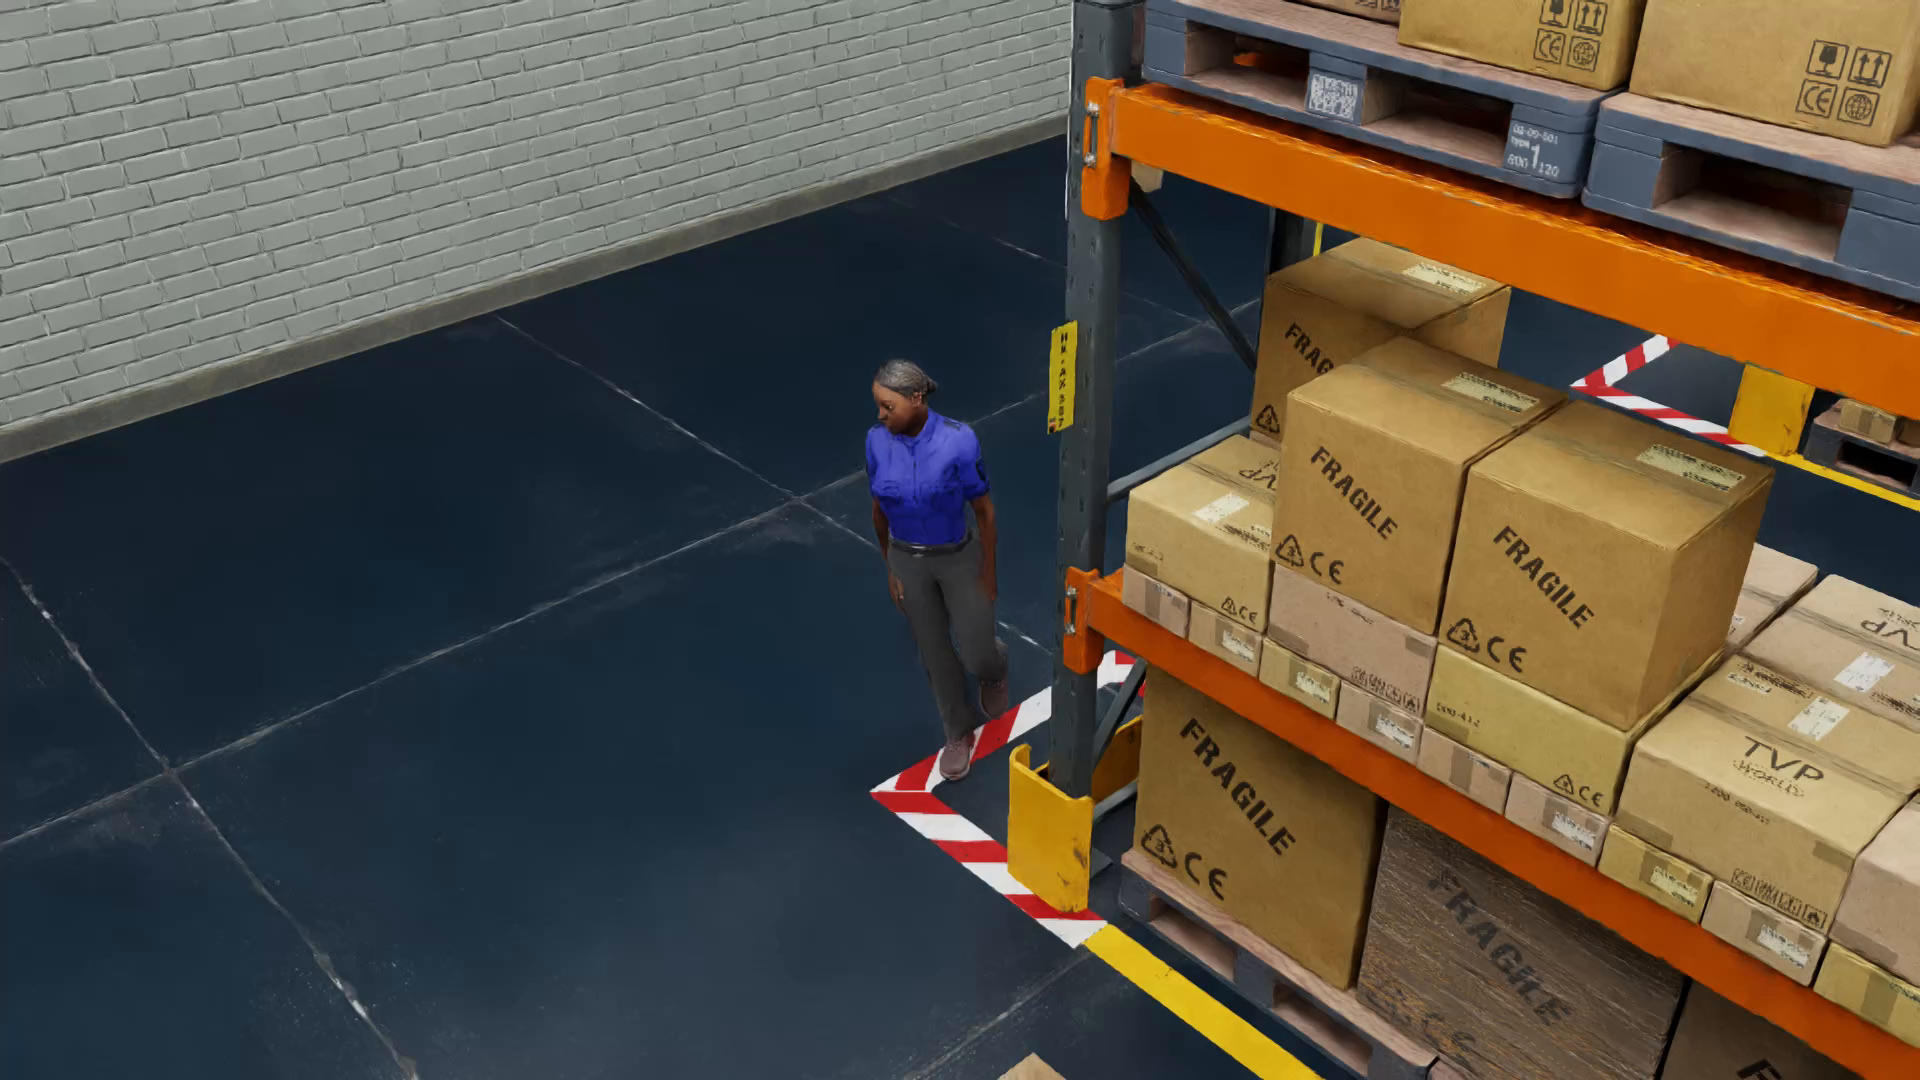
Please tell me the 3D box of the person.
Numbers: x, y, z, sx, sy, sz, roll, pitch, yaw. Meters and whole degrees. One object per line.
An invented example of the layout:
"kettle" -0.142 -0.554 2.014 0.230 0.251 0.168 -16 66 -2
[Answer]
"person" -0.077 0.067 6.039 0.525 1.631 0.537 7 33 12
